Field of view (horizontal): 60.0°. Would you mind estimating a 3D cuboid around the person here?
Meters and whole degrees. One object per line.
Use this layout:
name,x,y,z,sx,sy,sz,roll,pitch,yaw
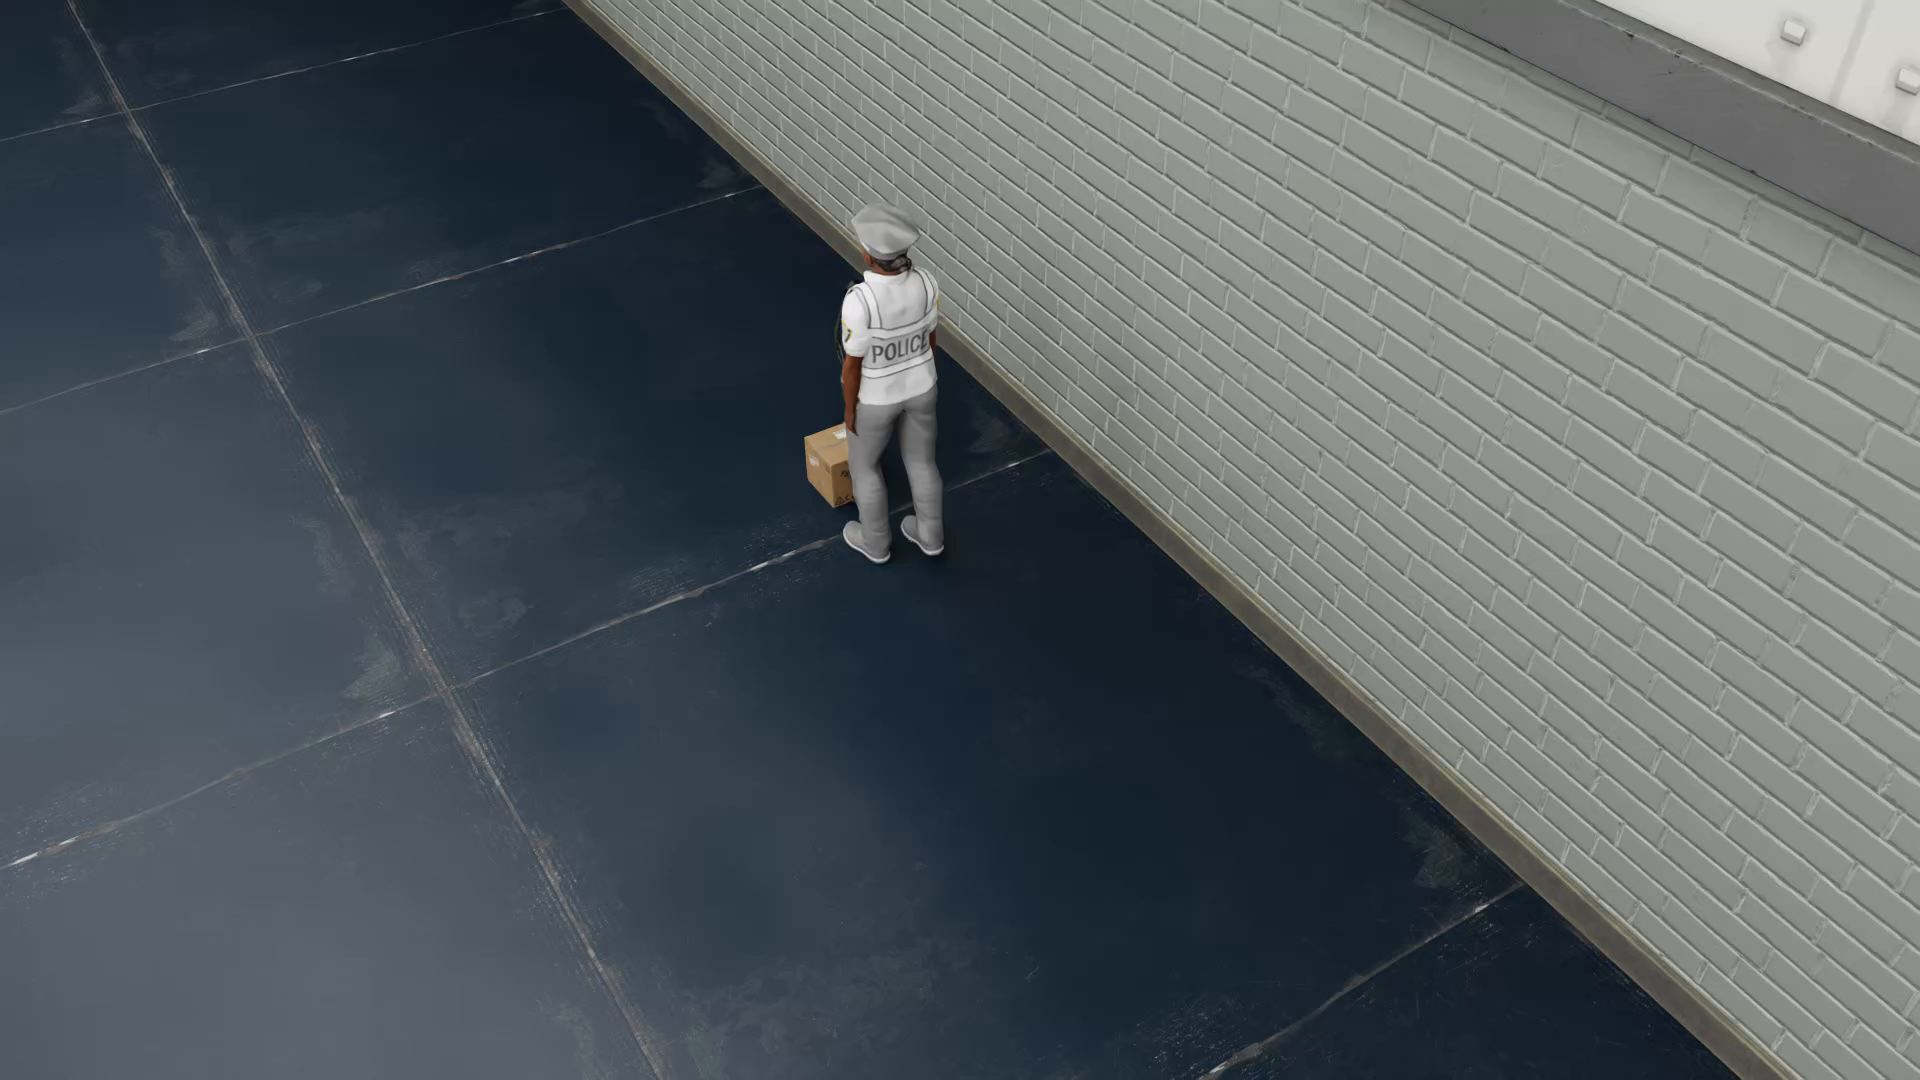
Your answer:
person,-0.299,-0.612,6.856,0.436,1.687,0.376,-22,46,-23
